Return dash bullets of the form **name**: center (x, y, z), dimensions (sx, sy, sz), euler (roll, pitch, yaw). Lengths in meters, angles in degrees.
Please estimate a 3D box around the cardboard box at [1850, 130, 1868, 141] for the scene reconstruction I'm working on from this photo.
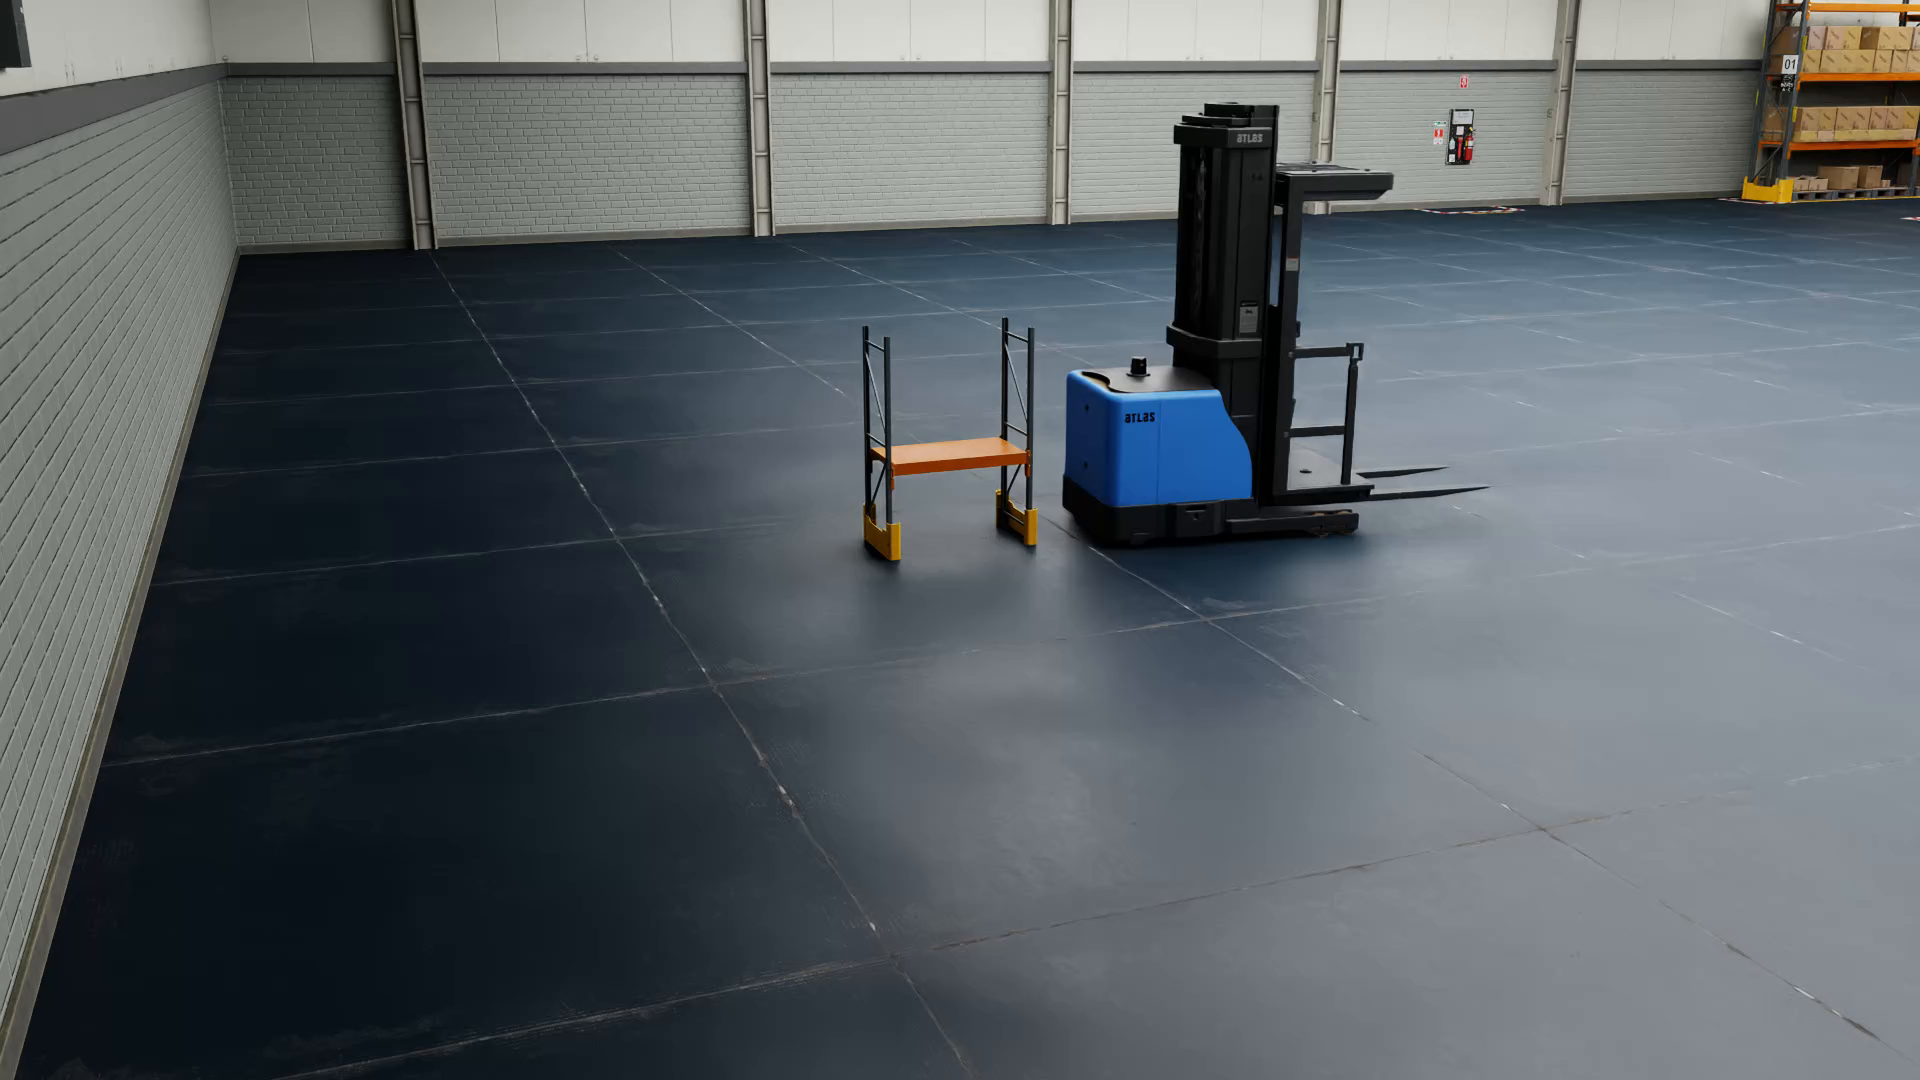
- **cardboard box**: center (20.409, -9.281, 38.111), dimensions (0.500, 0.250, 0.500), euler (-6, 17, -20)

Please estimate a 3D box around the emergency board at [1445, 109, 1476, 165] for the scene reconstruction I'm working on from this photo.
- **emergency board**: center (10.829, -8.676, 35.818), dimensions (0.643, 1.169, 0.194), euler (-6, 17, -20)

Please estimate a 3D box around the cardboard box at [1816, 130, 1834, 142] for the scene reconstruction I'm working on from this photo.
- **cardboard box**: center (19.458, -9.181, 37.770), dimensions (0.500, 0.250, 0.500), euler (-7, 18, -22)

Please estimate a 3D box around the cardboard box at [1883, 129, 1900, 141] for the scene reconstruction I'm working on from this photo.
- **cardboard box**: center (21.342, -9.387, 38.471), dimensions (0.500, 0.250, 0.500), euler (-6, 17, -20)

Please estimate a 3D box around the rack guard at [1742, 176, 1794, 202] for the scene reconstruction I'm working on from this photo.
- **rack guard**: center (18.480, -8.030, 38.056), dimensions (0.348, 0.500, 1.175), euler (-6, 17, -20)

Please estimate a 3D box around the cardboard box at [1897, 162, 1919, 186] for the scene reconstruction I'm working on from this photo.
- **cardboard box**: center (22.826, -8.715, 39.608), dimensions (0.500, 0.500, 0.700), euler (-6, 17, -18)

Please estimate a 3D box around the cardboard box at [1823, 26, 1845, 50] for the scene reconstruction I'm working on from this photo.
- **cardboard box**: center (19.342, -11.210, 37.138), dimensions (0.500, 0.500, 0.500), euler (-6, 18, -21)

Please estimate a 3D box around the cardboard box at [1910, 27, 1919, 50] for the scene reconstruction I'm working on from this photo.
- **cardboard box**: center (21.774, -11.480, 38.055), dimensions (0.500, 0.500, 0.500), euler (-8, 18, -25)

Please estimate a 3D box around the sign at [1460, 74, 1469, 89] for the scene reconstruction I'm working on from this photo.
- **sign**: center (10.786, -9.813, 35.578), dimensions (0.199, 0.298, 0.001), euler (-6, 17, -20)

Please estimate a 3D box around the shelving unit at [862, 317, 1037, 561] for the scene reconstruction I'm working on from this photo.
- **shelving unit**: center (-0.071, -0.712, 11.361), dimensions (1.083, 1.500, 0.587), euler (-6, 17, -20)

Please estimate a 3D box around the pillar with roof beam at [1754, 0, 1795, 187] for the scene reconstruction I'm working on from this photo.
- **pillar with roof beam**: center (20.294, -11.266, 33.990), dimensions (0.400, 9.000, 9.100), euler (-6, 17, -20)

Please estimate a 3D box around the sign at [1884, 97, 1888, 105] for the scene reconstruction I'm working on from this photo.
- **sign**: center (21.942, -10.326, 39.383), dimensions (0.005, 0.325, 0.100), euler (-6, 17, -20)

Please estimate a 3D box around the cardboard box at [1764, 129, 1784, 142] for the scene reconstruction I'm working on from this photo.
- **cardboard box**: center (18.776, -9.257, 38.030), dimensions (0.500, 0.250, 0.500), euler (-6, 17, -19)

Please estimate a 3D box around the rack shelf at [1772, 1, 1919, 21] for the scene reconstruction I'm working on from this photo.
- **rack shelf**: center (20.277, -11.955, 37.620), dimensions (4.000, 0.370, 1.077), euler (-6, 17, -20)

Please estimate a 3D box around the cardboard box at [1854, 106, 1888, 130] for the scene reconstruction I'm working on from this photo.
- **cardboard box**: center (20.875, -9.694, 38.184), dimensions (0.500, 0.500, 0.500), euler (-7, 18, -22)

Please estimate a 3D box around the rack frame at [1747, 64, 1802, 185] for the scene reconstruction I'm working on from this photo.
- **rack frame**: center (18.409, -9.222, 37.677), dimensions (0.127, 3.000, 1.000), euler (-6, 17, -20)

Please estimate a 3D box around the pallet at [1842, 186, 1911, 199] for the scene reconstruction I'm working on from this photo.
- **pallet**: center (21.530, -8.210, 39.181), dimensions (1.213, 0.211, 1.003), euler (-6, 17, -20)

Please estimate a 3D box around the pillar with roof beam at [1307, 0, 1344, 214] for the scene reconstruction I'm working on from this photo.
- **pillar with roof beam**: center (9.088, -10.056, 29.870), dimensions (0.400, 9.000, 9.100), euler (-6, 17, -20)

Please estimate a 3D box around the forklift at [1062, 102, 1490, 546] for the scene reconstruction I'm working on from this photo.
- **forklift**: center (2.325, -1.570, 11.744), dimensions (3.031, 2.935, 1.130), euler (-4, 17, -13)

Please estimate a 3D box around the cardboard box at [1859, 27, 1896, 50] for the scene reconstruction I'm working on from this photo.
- **cardboard box**: center (20.782, -11.366, 37.669), dimensions (0.500, 0.500, 0.500), euler (-7, 18, -22)

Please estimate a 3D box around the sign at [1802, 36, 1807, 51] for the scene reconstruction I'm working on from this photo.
- **sign**: center (18.604, -10.937, 36.645), dimensions (0.005, 0.325, 0.100), euler (-6, 17, -20)

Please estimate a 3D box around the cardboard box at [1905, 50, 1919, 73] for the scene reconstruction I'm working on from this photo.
- **cardboard box**: center (21.759, -11.006, 38.215), dimensions (0.500, 0.500, 0.500), euler (-6, 17, -19)

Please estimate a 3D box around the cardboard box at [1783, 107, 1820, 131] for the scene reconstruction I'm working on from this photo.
- **cardboard box**: center (18.963, -9.488, 37.484), dimensions (0.500, 0.500, 0.500), euler (-6, 17, -20)

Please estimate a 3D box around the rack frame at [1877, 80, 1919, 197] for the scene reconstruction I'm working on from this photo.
- **rack frame**: center (22.144, -9.625, 39.051), dimensions (0.127, 3.000, 1.000), euler (-6, 17, -20)

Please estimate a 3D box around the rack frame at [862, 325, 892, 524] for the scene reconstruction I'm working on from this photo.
- **rack frame**: center (-0.554, -0.660, 11.183), dimensions (0.032, 1.500, 0.500), euler (-6, 17, -20)

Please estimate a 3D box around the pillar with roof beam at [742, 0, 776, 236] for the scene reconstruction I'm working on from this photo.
- **pillar with roof beam**: center (-2.117, -8.846, 25.750), dimensions (0.400, 9.000, 9.100), euler (-6, 17, -20)

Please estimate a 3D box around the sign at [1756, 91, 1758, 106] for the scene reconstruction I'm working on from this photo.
- **sign**: center (18.229, -10.077, 37.974), dimensions (0.005, 0.325, 0.100), euler (-6, 17, -20)

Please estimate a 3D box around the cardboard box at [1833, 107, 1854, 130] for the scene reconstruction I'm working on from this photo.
- **cardboard box**: center (19.912, -9.586, 37.817), dimensions (0.500, 0.500, 0.500), euler (-7, 18, -22)

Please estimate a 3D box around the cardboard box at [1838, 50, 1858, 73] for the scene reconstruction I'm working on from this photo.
- **cardboard box**: center (19.809, -10.785, 37.463), dimensions (0.500, 0.500, 0.500), euler (-5, 17, -18)

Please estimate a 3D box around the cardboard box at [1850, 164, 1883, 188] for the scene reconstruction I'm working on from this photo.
- **cardboard box**: center (21.190, -8.521, 38.949), dimensions (0.500, 0.500, 0.500), euler (-8, 18, -24)

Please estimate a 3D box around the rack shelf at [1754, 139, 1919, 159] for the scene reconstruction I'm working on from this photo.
- **rack shelf**: center (20.277, -9.078, 38.465), dimensions (4.000, 0.370, 1.077), euler (-6, 17, -20)

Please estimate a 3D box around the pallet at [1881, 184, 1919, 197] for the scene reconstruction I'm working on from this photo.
- **pallet**: center (22.871, -8.366, 39.712), dimensions (1.213, 0.211, 1.003), euler (-6, 17, -20)

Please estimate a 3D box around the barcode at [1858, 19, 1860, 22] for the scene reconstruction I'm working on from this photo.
- **barcode**: center (20.693, -11.949, 38.268), dimensions (0.075, 0.075, 0.001), euler (-6, 17, -20)

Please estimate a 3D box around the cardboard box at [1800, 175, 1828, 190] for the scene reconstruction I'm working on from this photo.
- **cardboard box**: center (19.620, -8.246, 38.347), dimensions (0.500, 0.311, 0.500), euler (-5, 17, -15)

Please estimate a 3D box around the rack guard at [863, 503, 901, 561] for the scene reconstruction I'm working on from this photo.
- **rack guard**: center (-0.536, -0.062, 11.366), dimensions (0.087, 0.250, 0.587), euler (-6, 17, -20)

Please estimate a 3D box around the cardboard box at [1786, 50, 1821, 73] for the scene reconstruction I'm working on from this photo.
- **cardboard box**: center (18.811, -10.686, 37.128), dimensions (0.500, 0.500, 0.500), euler (-6, 17, -19)

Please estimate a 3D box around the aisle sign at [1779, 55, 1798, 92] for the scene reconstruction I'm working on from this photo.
- **aisle sign**: center (18.449, -10.383, 37.017), dimensions (0.004, 0.787, 0.394), euler (-6, 17, -20)

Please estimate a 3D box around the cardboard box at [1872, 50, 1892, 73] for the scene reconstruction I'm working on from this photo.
- **cardboard box**: center (20.781, -10.892, 37.830), dimensions (0.500, 0.500, 0.500), euler (-7, 18, -22)

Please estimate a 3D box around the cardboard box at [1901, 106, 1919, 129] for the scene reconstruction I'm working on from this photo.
- **cardboard box**: center (21.814, -9.793, 38.524), dimensions (0.500, 0.500, 0.500), euler (-6, 17, -20)
